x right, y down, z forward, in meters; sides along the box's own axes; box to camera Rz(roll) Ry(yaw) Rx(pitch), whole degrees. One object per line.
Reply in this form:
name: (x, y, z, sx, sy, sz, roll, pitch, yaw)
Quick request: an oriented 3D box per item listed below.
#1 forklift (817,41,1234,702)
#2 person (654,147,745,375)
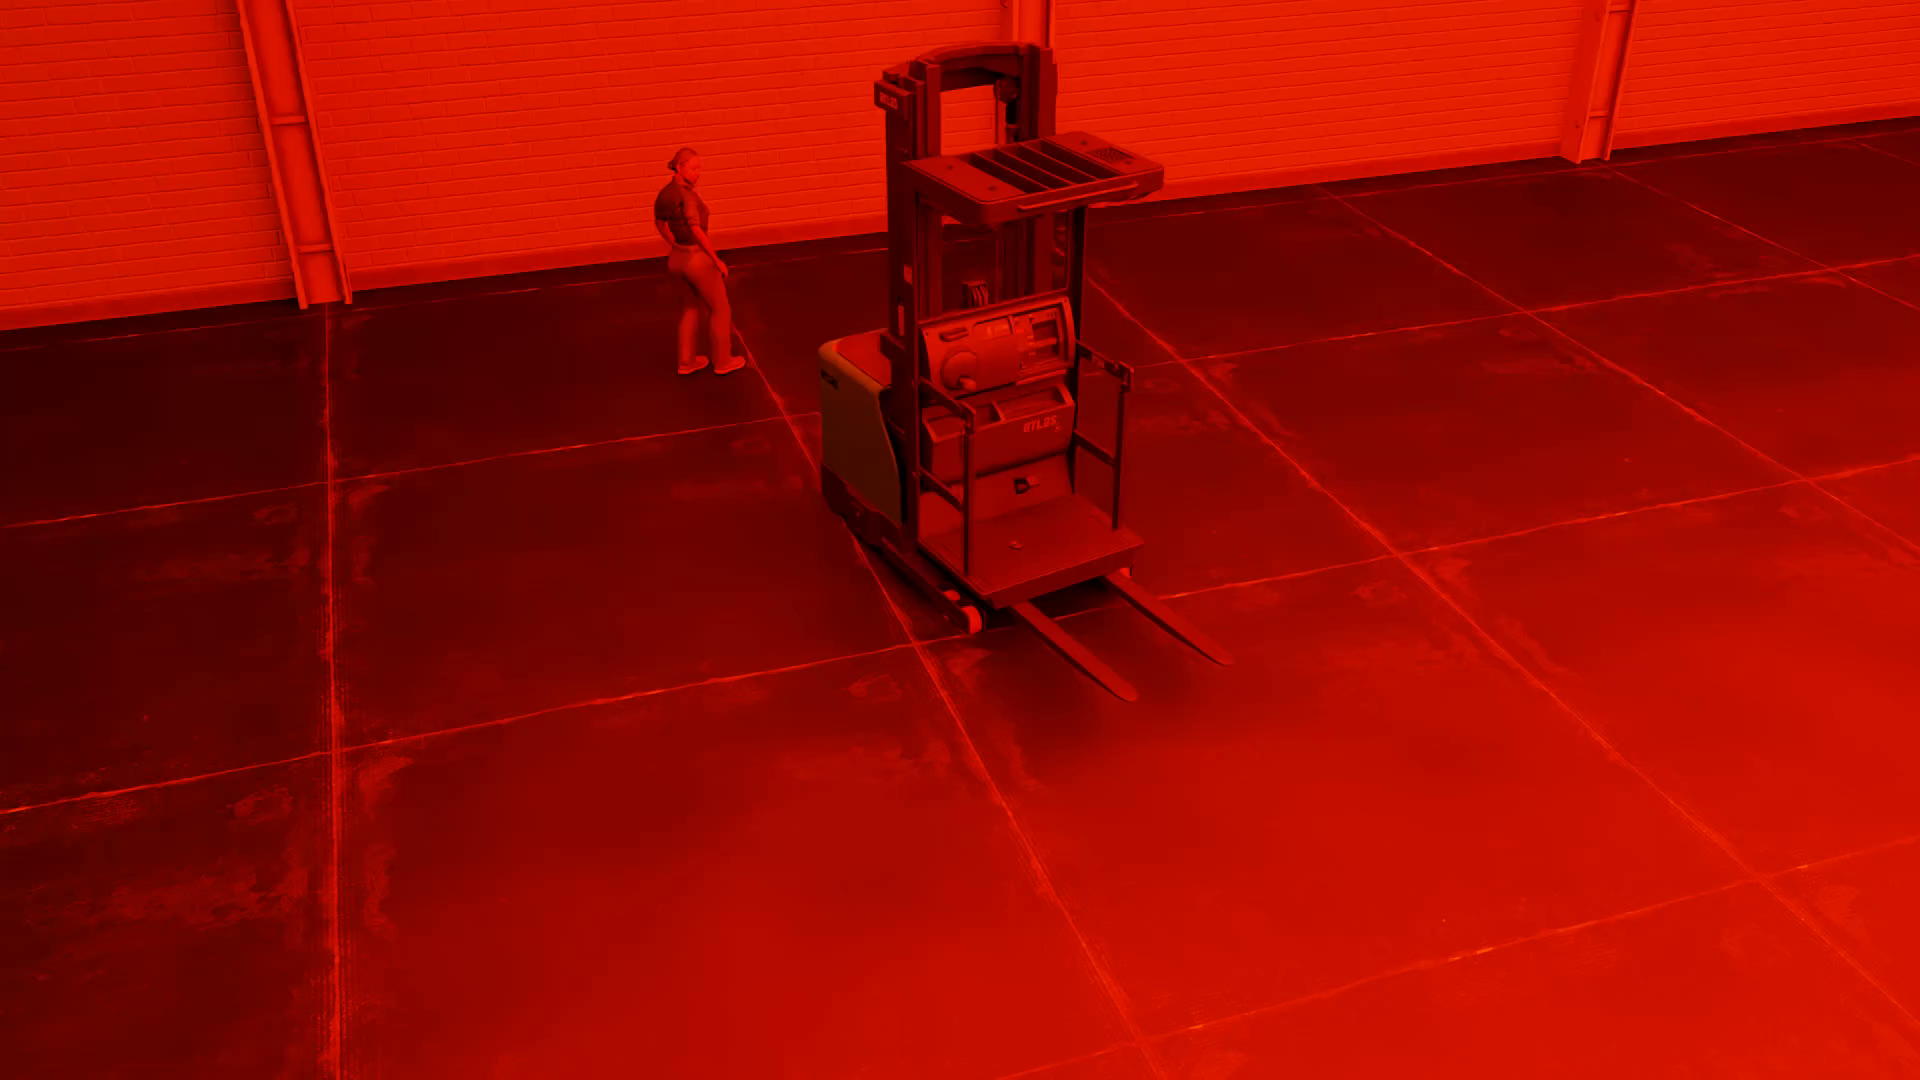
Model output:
forklift: (0.329, -1.012, 8.846, 1.130, 2.935, 3.031, -17, 34, -27)
person: (-1.857, -1.980, 11.830, 0.664, 1.638, 0.471, 25, 38, 36)
